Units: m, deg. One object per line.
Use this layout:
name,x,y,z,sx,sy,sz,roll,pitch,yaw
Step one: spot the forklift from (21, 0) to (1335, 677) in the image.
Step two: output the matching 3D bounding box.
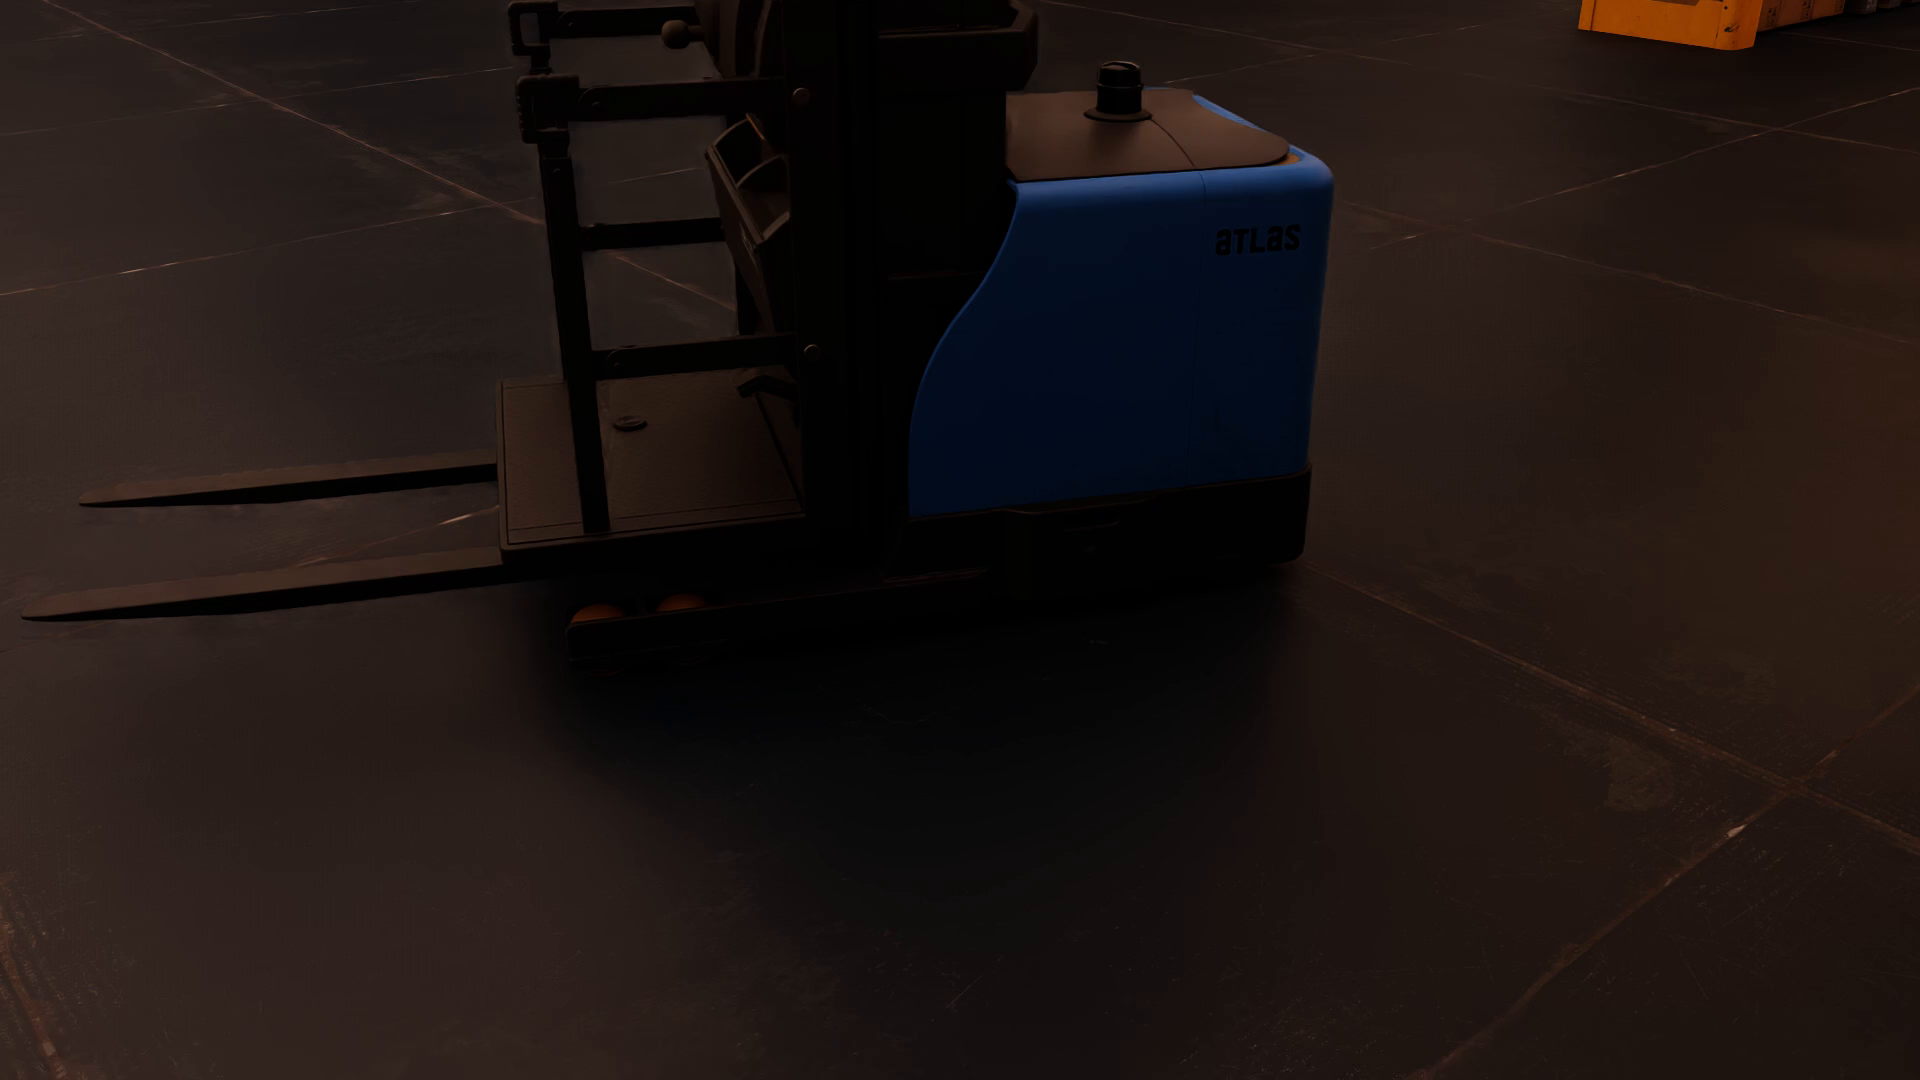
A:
forklift,-0.684,-1.256,3.734,3.031,2.935,1.130,-7,27,-13
